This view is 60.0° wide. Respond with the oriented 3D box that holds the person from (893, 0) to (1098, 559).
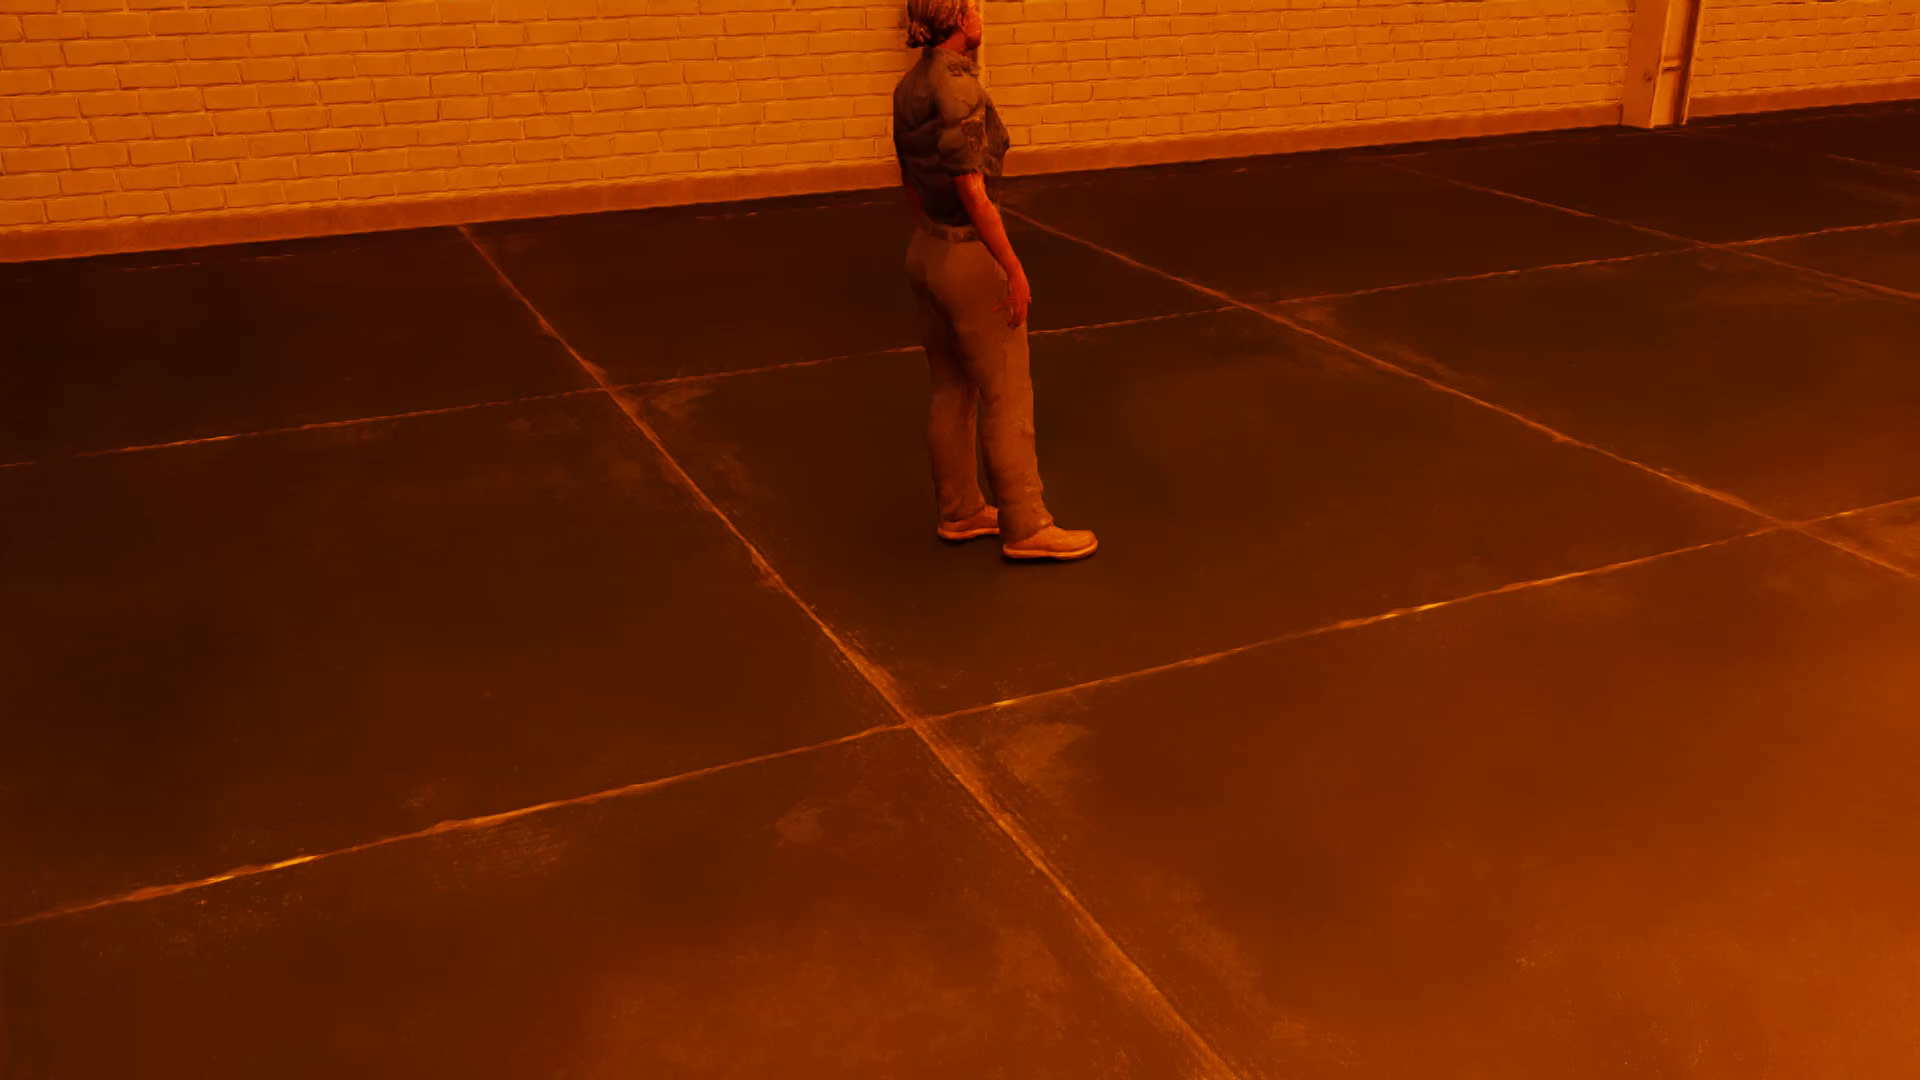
[{"bbox_3d":[0.088,-0.772,4.807,0.503,1.641,0.570,-10,25,-23],"label":"person"}]
